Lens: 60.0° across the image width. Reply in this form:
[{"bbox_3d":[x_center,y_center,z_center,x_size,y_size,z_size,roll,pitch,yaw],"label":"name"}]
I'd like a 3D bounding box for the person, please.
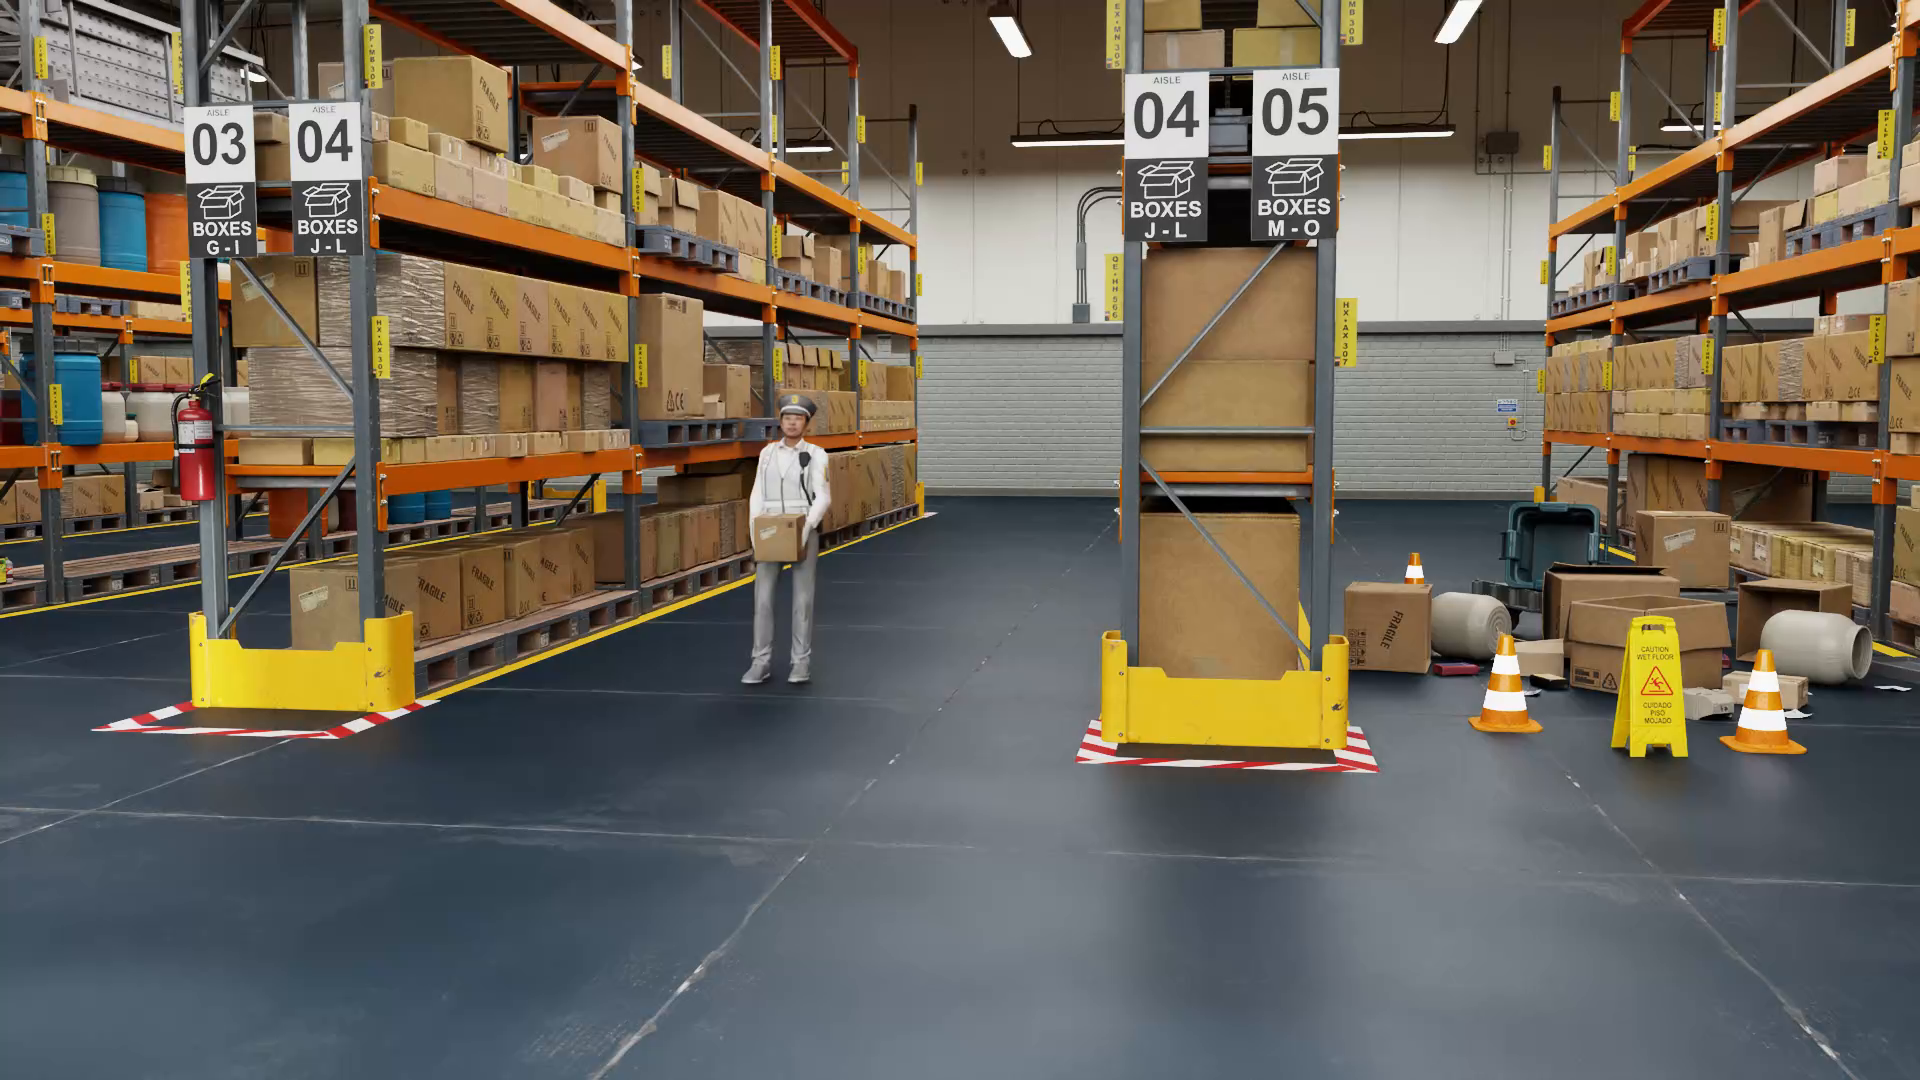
[{"bbox_3d":[-1.010,-0.014,9.835,0.503,1.700,0.505,1,5,9],"label":"person"}]
